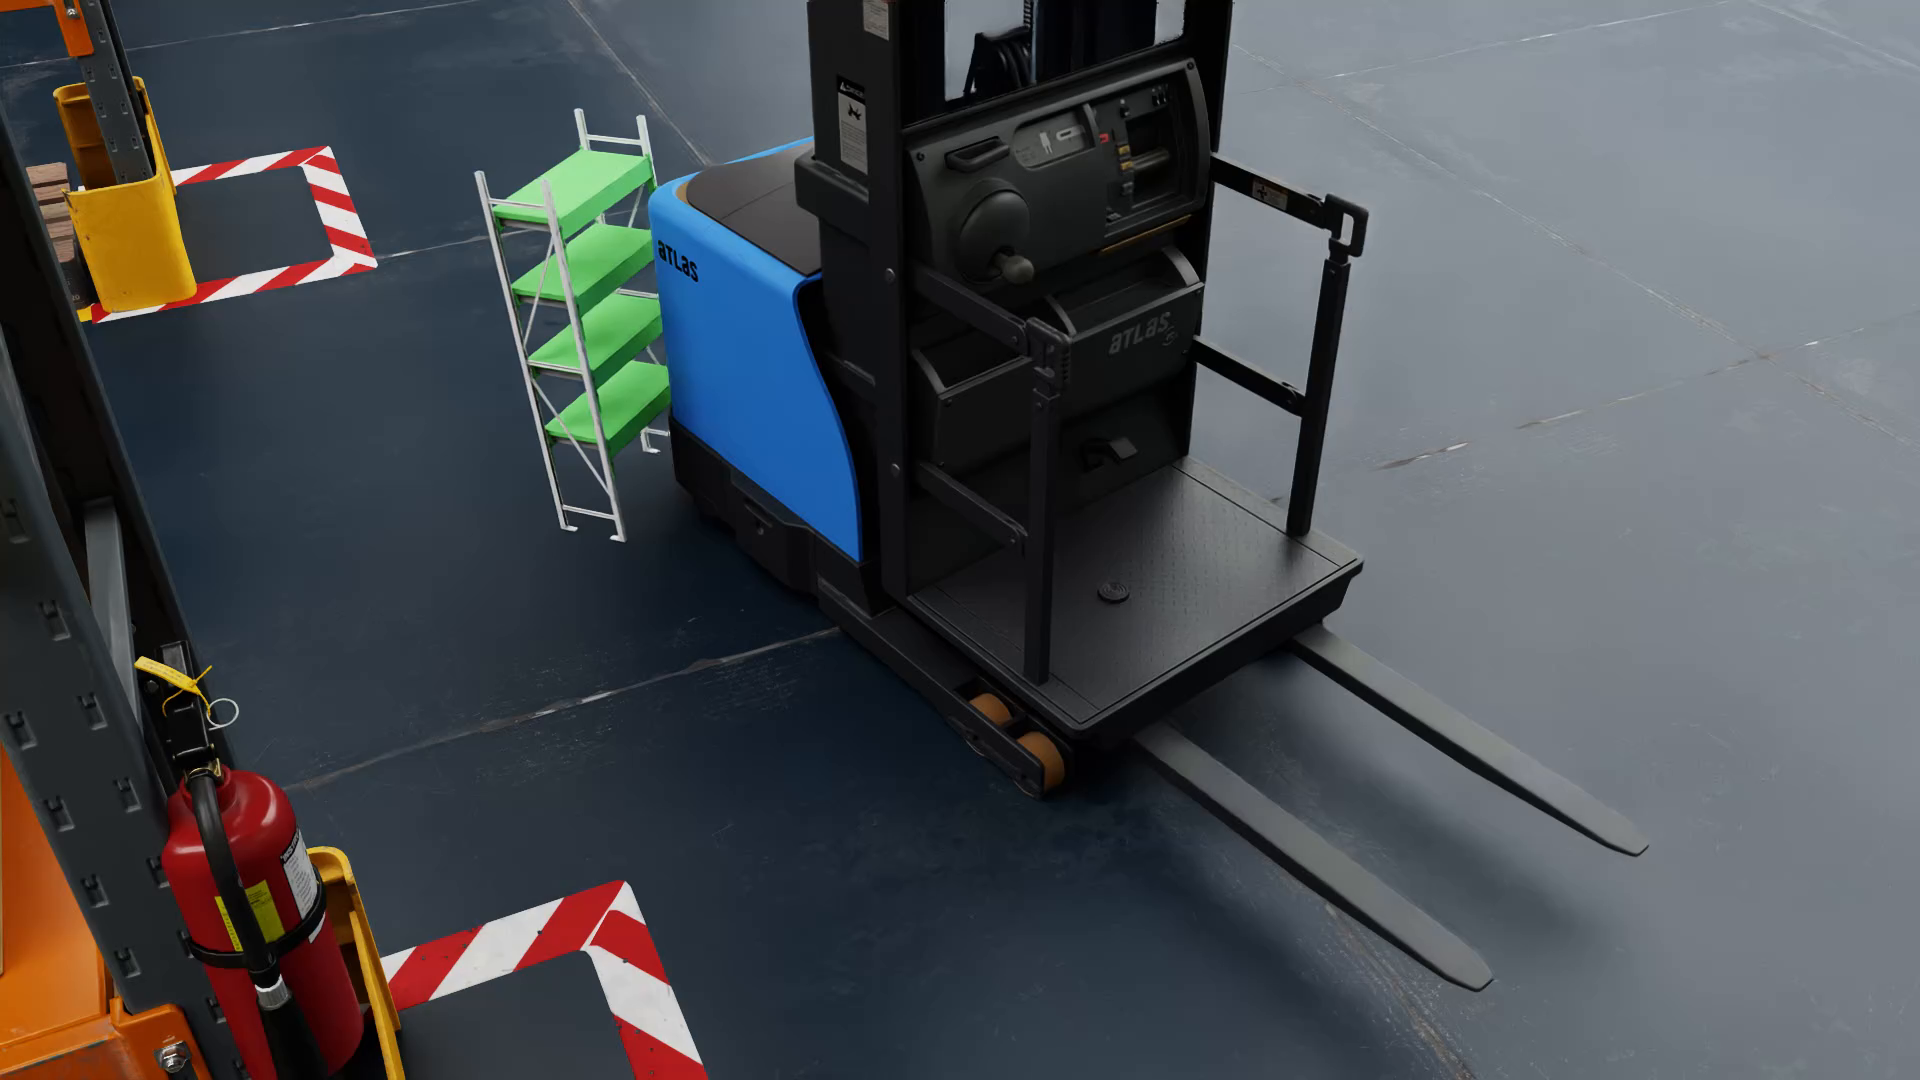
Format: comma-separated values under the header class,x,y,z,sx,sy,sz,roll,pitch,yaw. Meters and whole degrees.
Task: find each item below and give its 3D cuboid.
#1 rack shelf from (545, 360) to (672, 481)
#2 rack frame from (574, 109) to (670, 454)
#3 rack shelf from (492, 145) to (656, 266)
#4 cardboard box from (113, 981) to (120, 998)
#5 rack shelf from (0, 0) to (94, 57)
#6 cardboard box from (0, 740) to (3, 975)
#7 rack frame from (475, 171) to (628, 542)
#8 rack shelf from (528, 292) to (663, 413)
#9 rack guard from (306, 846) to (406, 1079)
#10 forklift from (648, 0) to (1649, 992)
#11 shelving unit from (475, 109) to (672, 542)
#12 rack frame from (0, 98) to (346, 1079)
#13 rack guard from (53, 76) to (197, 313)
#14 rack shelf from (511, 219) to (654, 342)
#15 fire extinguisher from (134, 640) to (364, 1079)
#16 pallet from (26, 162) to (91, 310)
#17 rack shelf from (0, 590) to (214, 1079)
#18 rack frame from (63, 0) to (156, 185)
class,x,y,z,sx,sy,sz,roll,pitch,yaw
rack shelf,-1.079,-0.394,5.269,0.258,0.148,0.480,11,38,21
rack frame,-1.002,-0.776,5.275,0.240,1.200,0.015,11,38,21
rack shelf,-1.125,-0.983,4.857,0.258,0.148,0.480,11,38,21
cardboard box,-1.827,1.151,3.135,0.500,0.250,0.500,-16,39,-20
rack shelf,-5.158,-1.677,5.597,4.000,0.370,1.077,-16,39,-20
cardboard box,-1.675,0.271,2.283,0.500,0.500,0.700,-16,39,-20
rack frame,-1.195,-0.509,4.915,0.240,1.200,0.015,11,38,21
rack shelf,-1.095,-0.590,5.131,0.258,0.148,0.480,11,38,21
rack guard,-1.225,1.198,3.216,0.348,0.500,1.175,-16,39,-20
forklift,0.401,-0.849,3.935,1.130,2.935,3.031,-26,44,-31
shelving unit,-1.099,-0.643,5.095,0.258,1.200,0.503,11,38,21
rack frame,-1.247,0.200,2.463,0.127,3.000,1.000,-16,39,-20
rack guard,-3.397,-1.424,6.750,0.348,0.500,1.175,-16,39,-20
rack shelf,-1.110,-0.787,4.994,0.258,0.148,0.480,11,38,21
fire extinguisher,-0.942,0.452,2.188,0.183,0.674,0.296,-16,39,-20
pallet,-4.134,-1.105,6.563,1.213,0.211,1.003,-16,39,-20
rack shelf,-3.057,0.995,1.994,4.000,0.370,1.077,-16,39,-20
rack frame,-3.348,-2.472,6.065,0.127,3.000,1.000,-16,39,-20
